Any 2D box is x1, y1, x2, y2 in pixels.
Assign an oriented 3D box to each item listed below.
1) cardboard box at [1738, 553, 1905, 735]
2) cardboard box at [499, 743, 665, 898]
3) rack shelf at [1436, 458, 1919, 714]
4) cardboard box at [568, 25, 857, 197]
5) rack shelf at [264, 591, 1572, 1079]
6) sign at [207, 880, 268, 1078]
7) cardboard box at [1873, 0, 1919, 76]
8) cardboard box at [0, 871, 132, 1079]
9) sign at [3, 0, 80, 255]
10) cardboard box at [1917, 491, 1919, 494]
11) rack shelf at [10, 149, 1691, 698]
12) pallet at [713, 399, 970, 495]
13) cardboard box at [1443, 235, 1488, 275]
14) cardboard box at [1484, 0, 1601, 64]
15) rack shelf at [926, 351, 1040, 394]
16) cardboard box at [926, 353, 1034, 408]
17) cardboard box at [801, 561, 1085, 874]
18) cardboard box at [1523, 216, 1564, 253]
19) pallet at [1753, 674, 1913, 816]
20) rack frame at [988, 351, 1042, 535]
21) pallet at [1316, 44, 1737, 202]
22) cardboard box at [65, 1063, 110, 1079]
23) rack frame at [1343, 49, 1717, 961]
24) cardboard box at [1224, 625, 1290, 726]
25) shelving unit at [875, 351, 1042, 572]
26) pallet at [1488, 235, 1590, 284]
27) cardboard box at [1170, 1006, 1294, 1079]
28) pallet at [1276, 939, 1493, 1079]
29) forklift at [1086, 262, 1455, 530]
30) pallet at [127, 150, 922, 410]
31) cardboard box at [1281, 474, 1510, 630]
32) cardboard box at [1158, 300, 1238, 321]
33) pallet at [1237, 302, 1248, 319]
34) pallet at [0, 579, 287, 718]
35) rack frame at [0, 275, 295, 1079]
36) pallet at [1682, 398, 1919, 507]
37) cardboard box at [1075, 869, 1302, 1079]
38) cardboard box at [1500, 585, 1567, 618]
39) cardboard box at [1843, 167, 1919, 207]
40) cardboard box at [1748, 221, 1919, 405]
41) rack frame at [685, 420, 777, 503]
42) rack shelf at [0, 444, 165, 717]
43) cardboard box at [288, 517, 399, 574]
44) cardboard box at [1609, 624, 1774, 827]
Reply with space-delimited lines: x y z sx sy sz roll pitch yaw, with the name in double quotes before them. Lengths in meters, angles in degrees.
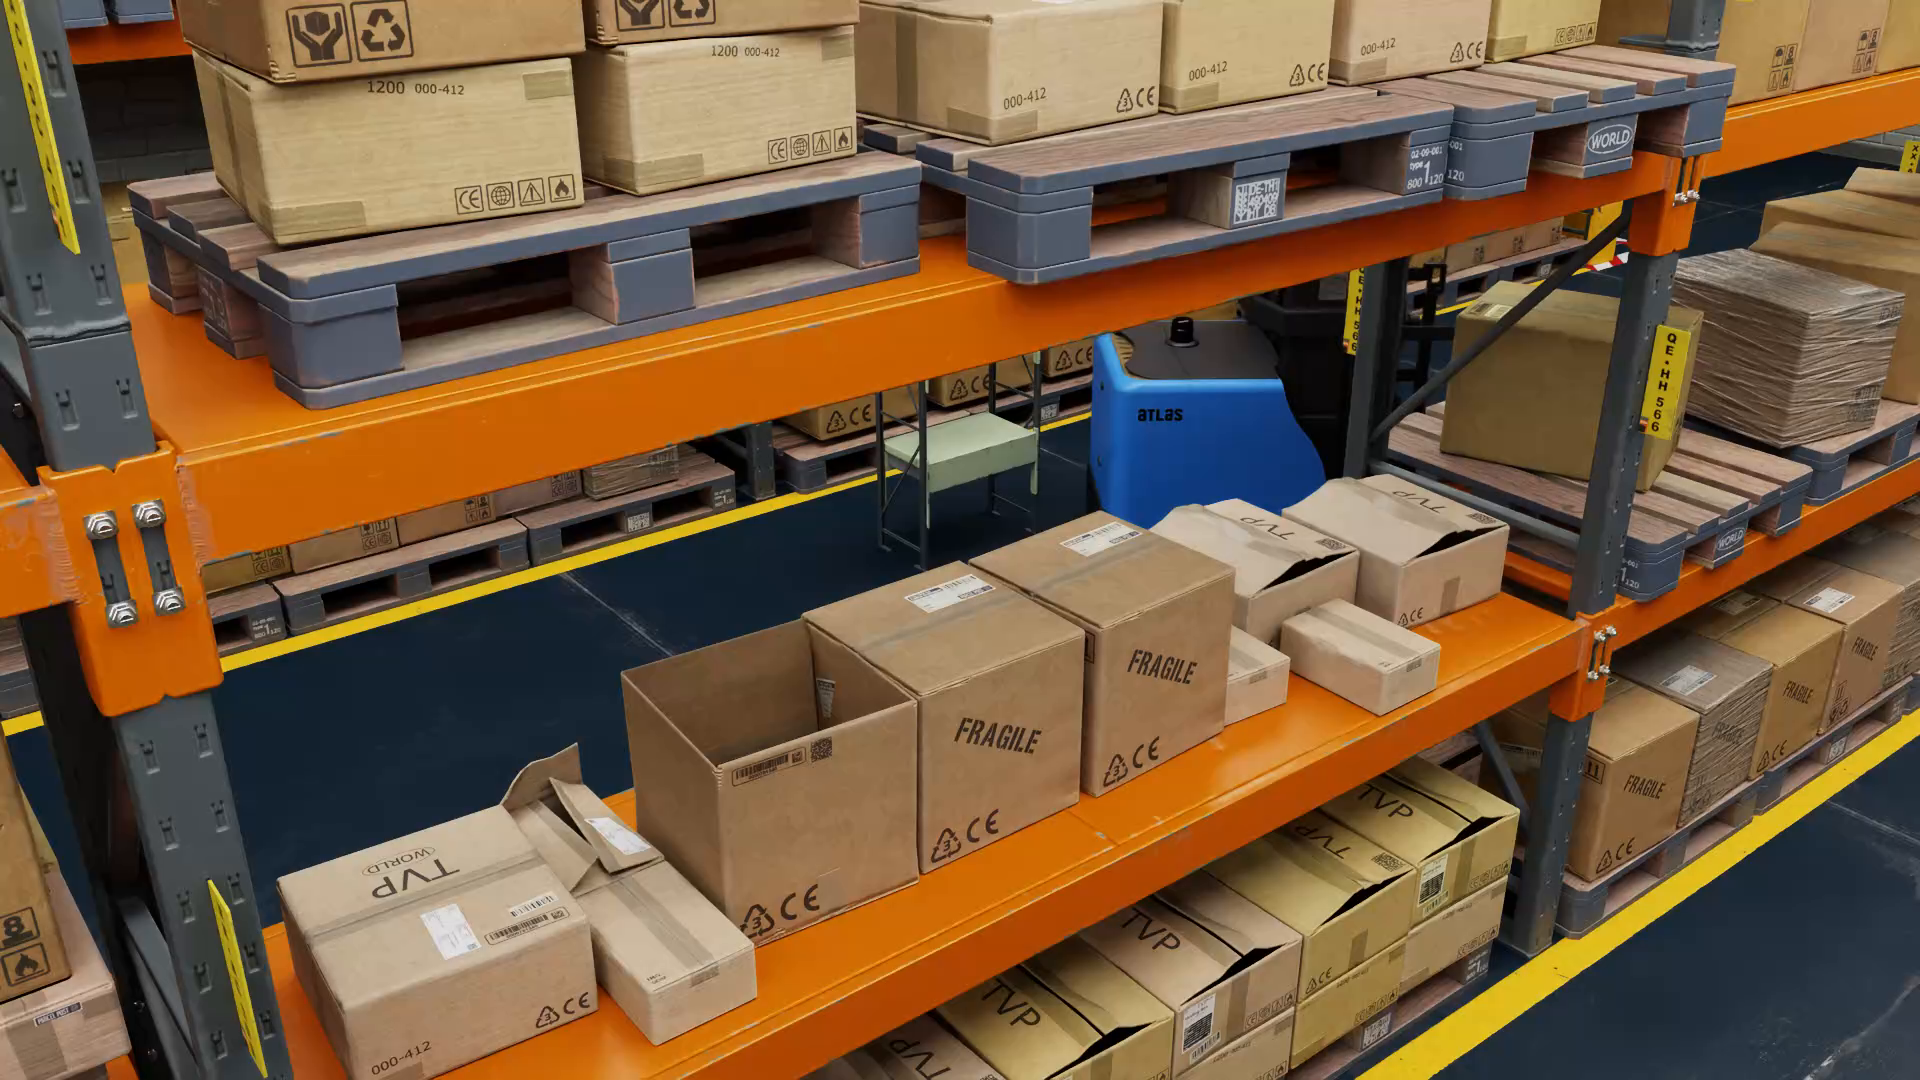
"cardboard box" 3.428 0.398 6.775 0.500 0.500 0.500 -19 31 -36
"cardboard box" -0.889 0.702 3.834 0.258 0.266 0.396 -19 31 -35
"rack shelf" 3.254 -0.302 6.692 4.000 0.370 1.077 -18 31 -34
"cardboard box" -0.546 -0.853 3.141 0.500 0.250 0.500 -22 33 -39
"rack shelf" 0.106 0.616 4.397 3.809 0.052 0.919 -18 31 -34
"sign" -1.124 0.685 2.588 0.005 0.325 0.100 -18 31 -34
"cardboard box" 2.813 -1.907 5.613 0.500 0.500 0.910 -18 31 -34
"cardboard box" -1.549 0.732 2.719 0.250 0.149 0.380 -18 31 -34
"sign" -1.124 -0.517 2.030 0.005 0.325 0.100 -18 31 -34
"cardboard box" 4.616 0.010 7.613 0.500 0.500 0.500 -18 31 -34
"rack shelf" 0.106 -0.623 3.822 4.000 0.370 1.077 -18 31 -34
"pallet" -0.713 -0.664 9.929 1.213 0.211 1.003 -18 31 -34
"cardboard box" 3.638 -2.408 12.845 0.500 0.500 0.700 -19 31 -36
"cardboard box" 1.358 -1.455 4.439 0.500 0.250 0.500 -21 32 -38
"rack shelf" -0.005 -1.033 8.266 0.720 0.370 0.431 -18 31 -34
"cardboard box" -0.027 -1.337 10.123 0.750 0.750 0.750 -18 31 -34
"cardboard box" -0.044 0.424 4.155 0.500 0.500 0.500 -18 30 -34
"cardboard box" 4.427 -2.669 13.407 0.500 0.500 0.700 -18 31 -34
"pallet" 3.250 0.660 7.078 1.213 0.211 1.003 -18 31 -34
"rack frame" 0.283 -0.774 8.635 0.023 1.500 0.400 -18 31 -34
"pallet" 1.201 -1.178 4.386 1.003 0.211 1.213 -17 30 -32
"cardboard box" -1.813 1.002 2.908 0.500 0.500 0.700 -19 31 -35
"rack frame" 1.680 -0.109 5.421 0.127 3.000 1.000 -18 31 -34
"cardboard box" 0.711 0.355 4.720 0.250 0.149 0.380 -16 29 -30
"shelving unit" -0.005 -0.679 8.431 0.755 1.500 0.431 -18 31 -34
"pallet" 4.335 -2.328 13.516 1.213 0.211 1.003 -18 31 -34
"cardboard box" 0.616 1.430 4.873 0.500 0.250 0.500 -17 30 -33
"pallet" 1.008 1.357 5.575 1.213 0.211 1.003 -18 31 -34
"forklift" 2.212 -1.289 8.121 3.031 2.867 1.129 -1 25 -2
"pallet" -0.781 -0.577 3.094 1.217 0.209 0.805 -20 31 -36
"cardboard box" 1.367 0.012 5.267 0.500 0.311 0.500 -16 29 -31
"cardboard box" 1.337 -1.791 11.101 0.750 0.750 0.750 -18 30 -33
"pallet" 2.415 -1.695 12.151 1.213 0.211 1.003 -18 31 -34
"pallet" -3.915 0.352 7.740 1.213 0.211 1.003 -18 31 -34
"rack frame" -1.468 0.930 3.182 0.127 3.000 1.000 -18 31 -34
"pallet" 3.208 -0.528 6.553 1.213 0.211 1.003 -18 31 -34
"cardboard box" 0.616 1.179 4.748 0.500 0.311 0.500 -18 31 -34
"cardboard box" 2.313 0.149 6.422 0.500 0.250 0.500 -17 30 -32
"cardboard box" 4.317 -1.335 7.445 0.700 0.500 0.500 15 29 29
"cardboard box" 3.476 -0.904 6.518 0.700 0.500 0.500 18 30 33
"rack frame" -1.380 -1.749 8.955 0.127 3.000 1.000 -18 31 -34
"rack shelf" -3.041 0.416 1.583 4.000 0.370 1.077 -18 31 -34
"cardboard box" -3.156 -0.242 8.155 0.500 0.500 0.700 -18 30 -33
"cardboard box" 2.623 0.664 6.203 0.500 0.500 0.500 -20 31 -36
